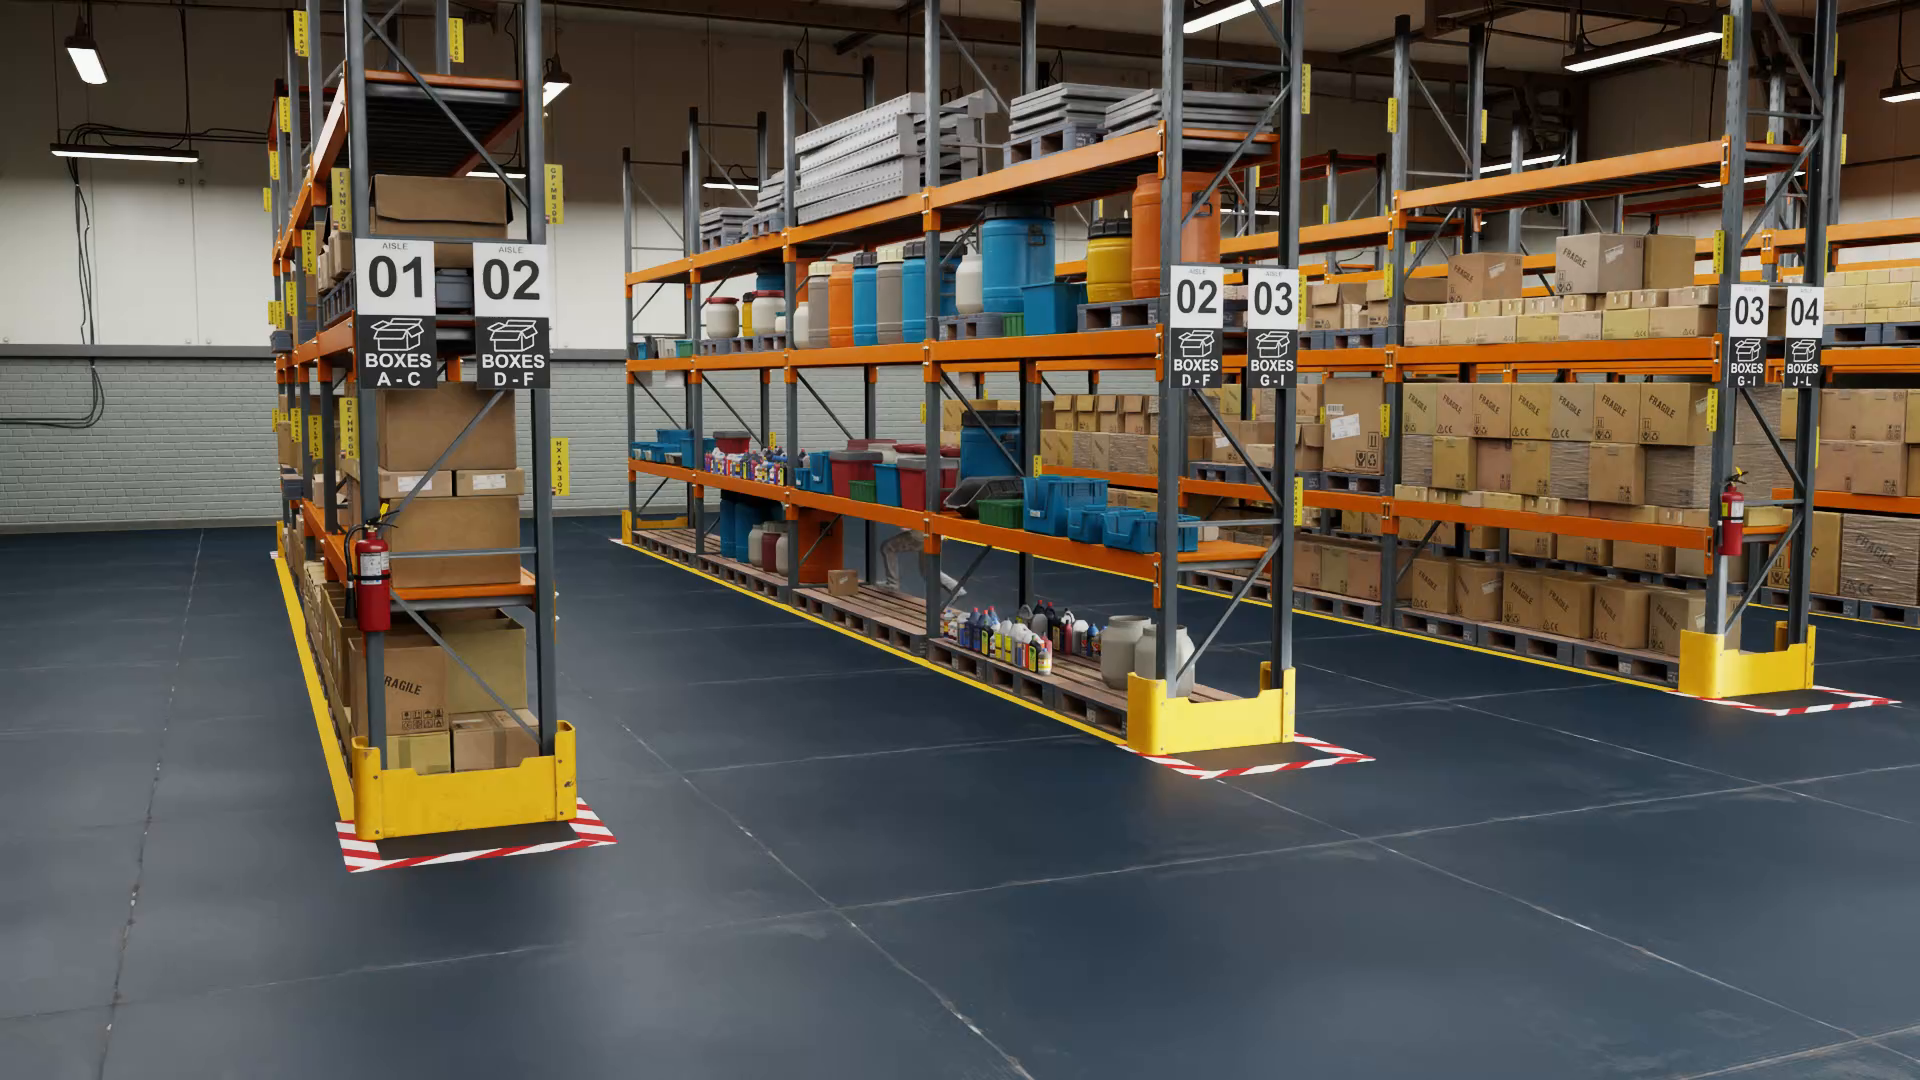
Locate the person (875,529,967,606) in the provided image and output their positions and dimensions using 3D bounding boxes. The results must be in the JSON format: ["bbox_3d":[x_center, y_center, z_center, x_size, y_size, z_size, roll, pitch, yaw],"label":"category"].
[{"bbox_3d":[-0.453,-0.094,17.681,1.068,1.591,0.519,3,6,25],"label":"person"}]
